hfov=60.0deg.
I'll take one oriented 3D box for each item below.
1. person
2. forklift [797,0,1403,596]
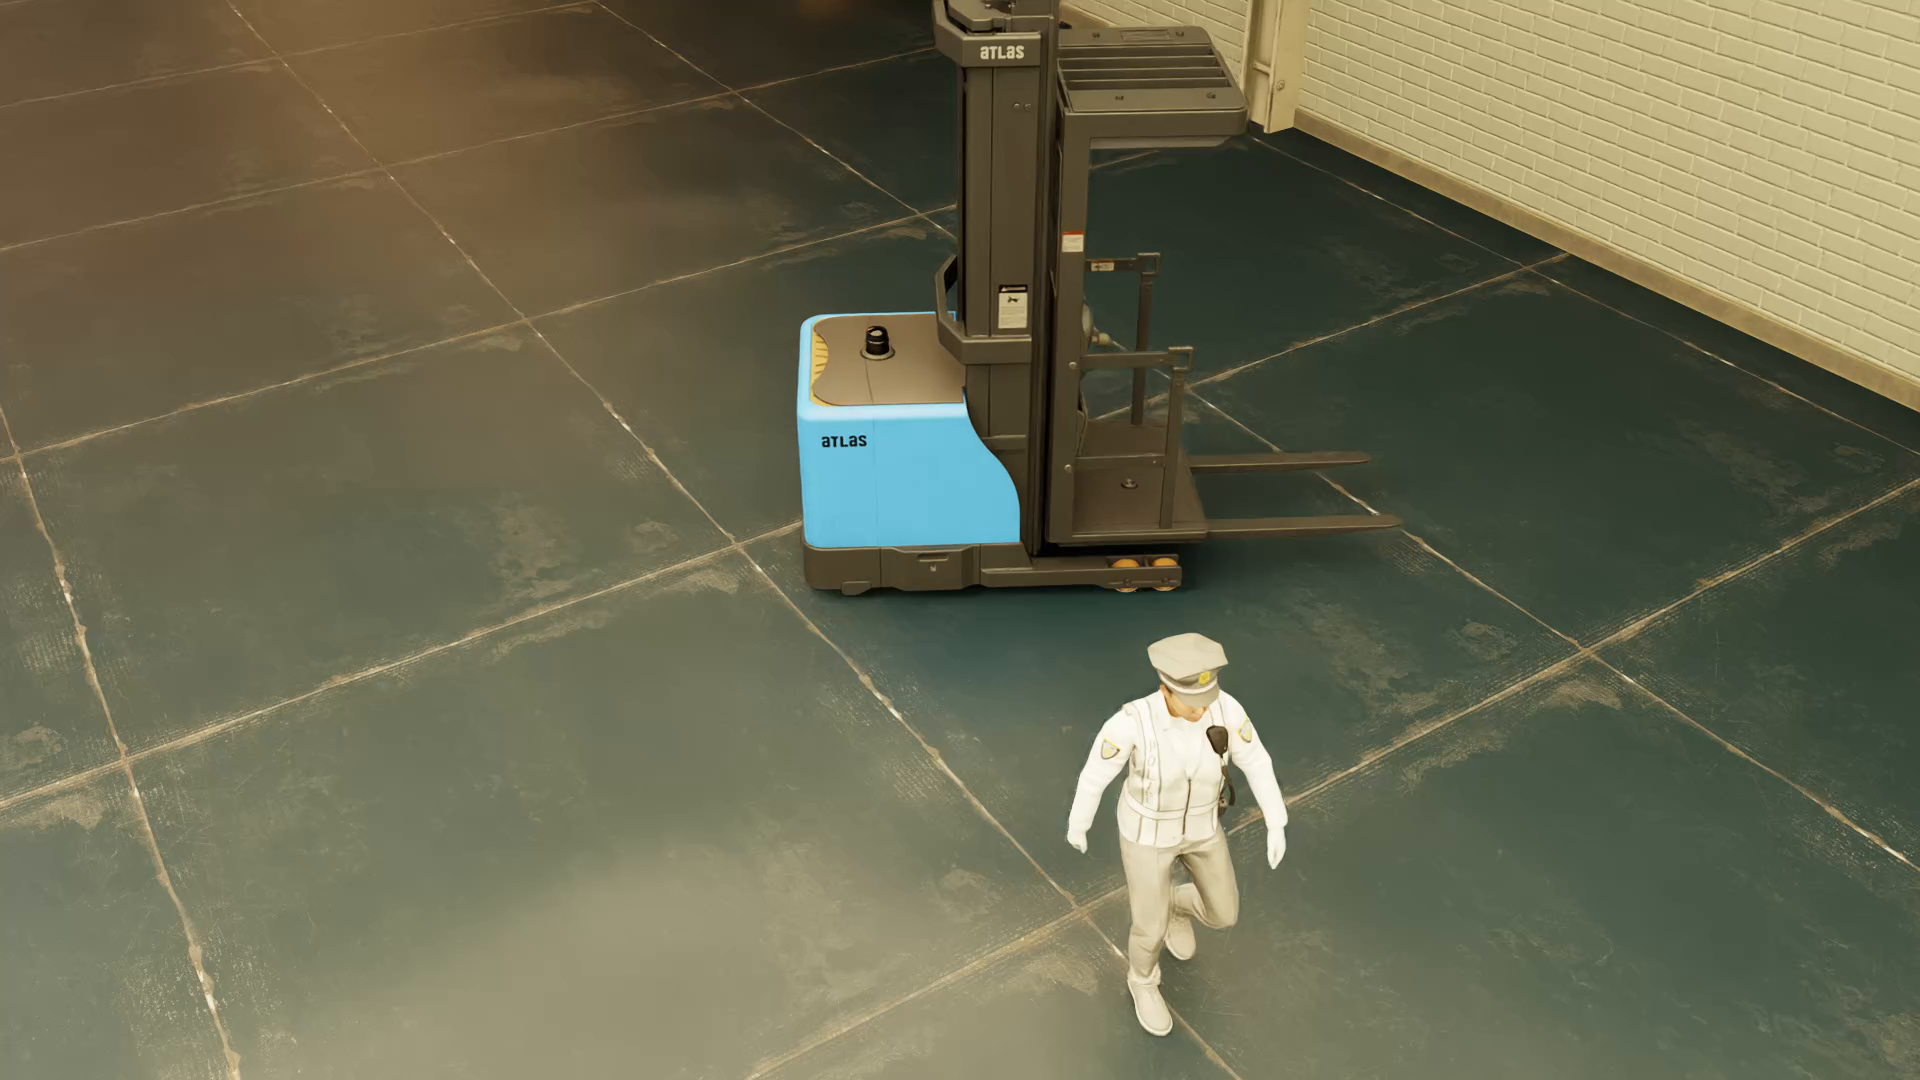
[{"bbox_3d":[0.742,1.007,5.837,0.694,1.649,0.508,-10,36,-14],"label":"person"},{"bbox_3d":[0.715,-1.241,7.914,3.031,2.935,1.130,-2,35,-3],"label":"forklift"}]
